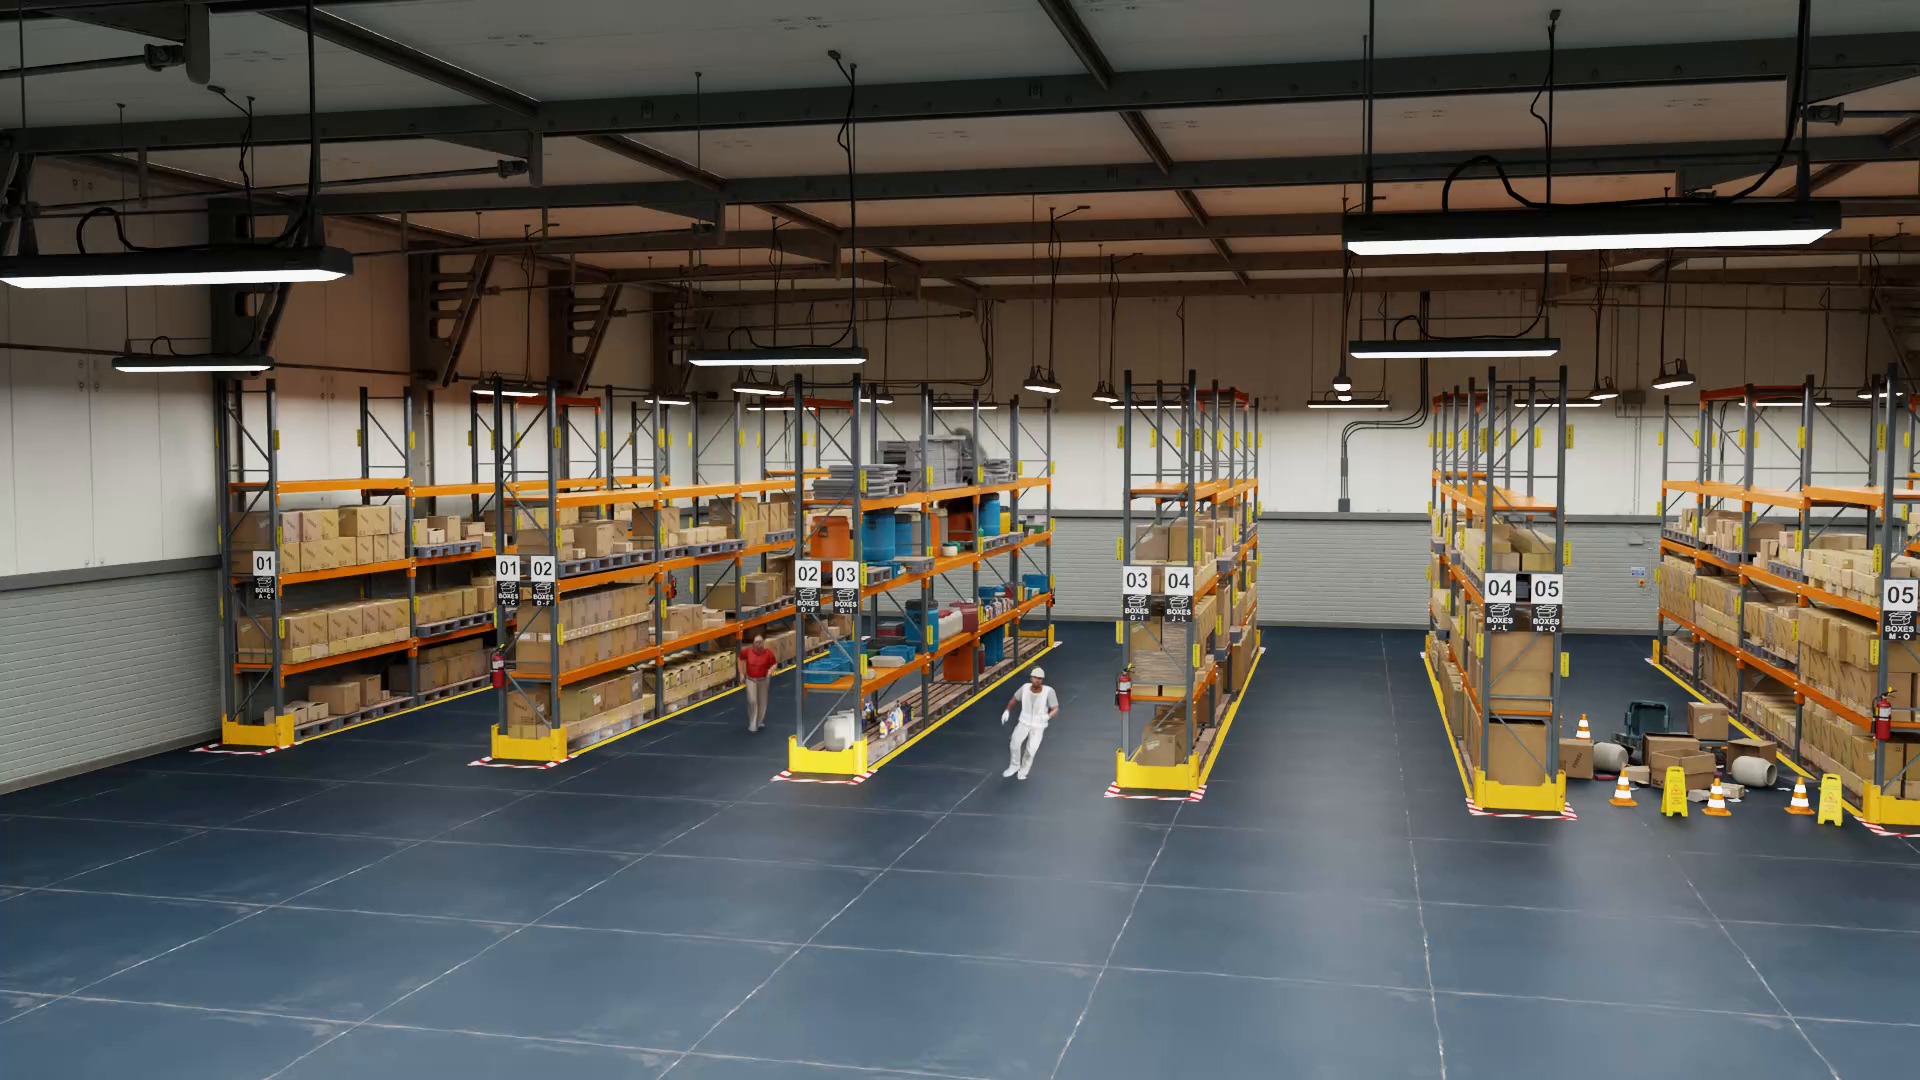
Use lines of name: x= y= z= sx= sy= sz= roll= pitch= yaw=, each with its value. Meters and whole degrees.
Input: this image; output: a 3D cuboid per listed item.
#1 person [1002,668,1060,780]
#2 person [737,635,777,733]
person: x=1.013 y=2.707 z=24.375 sx=0.891 sy=1.676 sz=0.649 roll=1 pitch=3 yaw=10
person: x=-3.477 y=2.466 z=28.546 sx=0.676 sy=1.708 sz=0.861 roll=-1 pitch=3 yaw=-10
